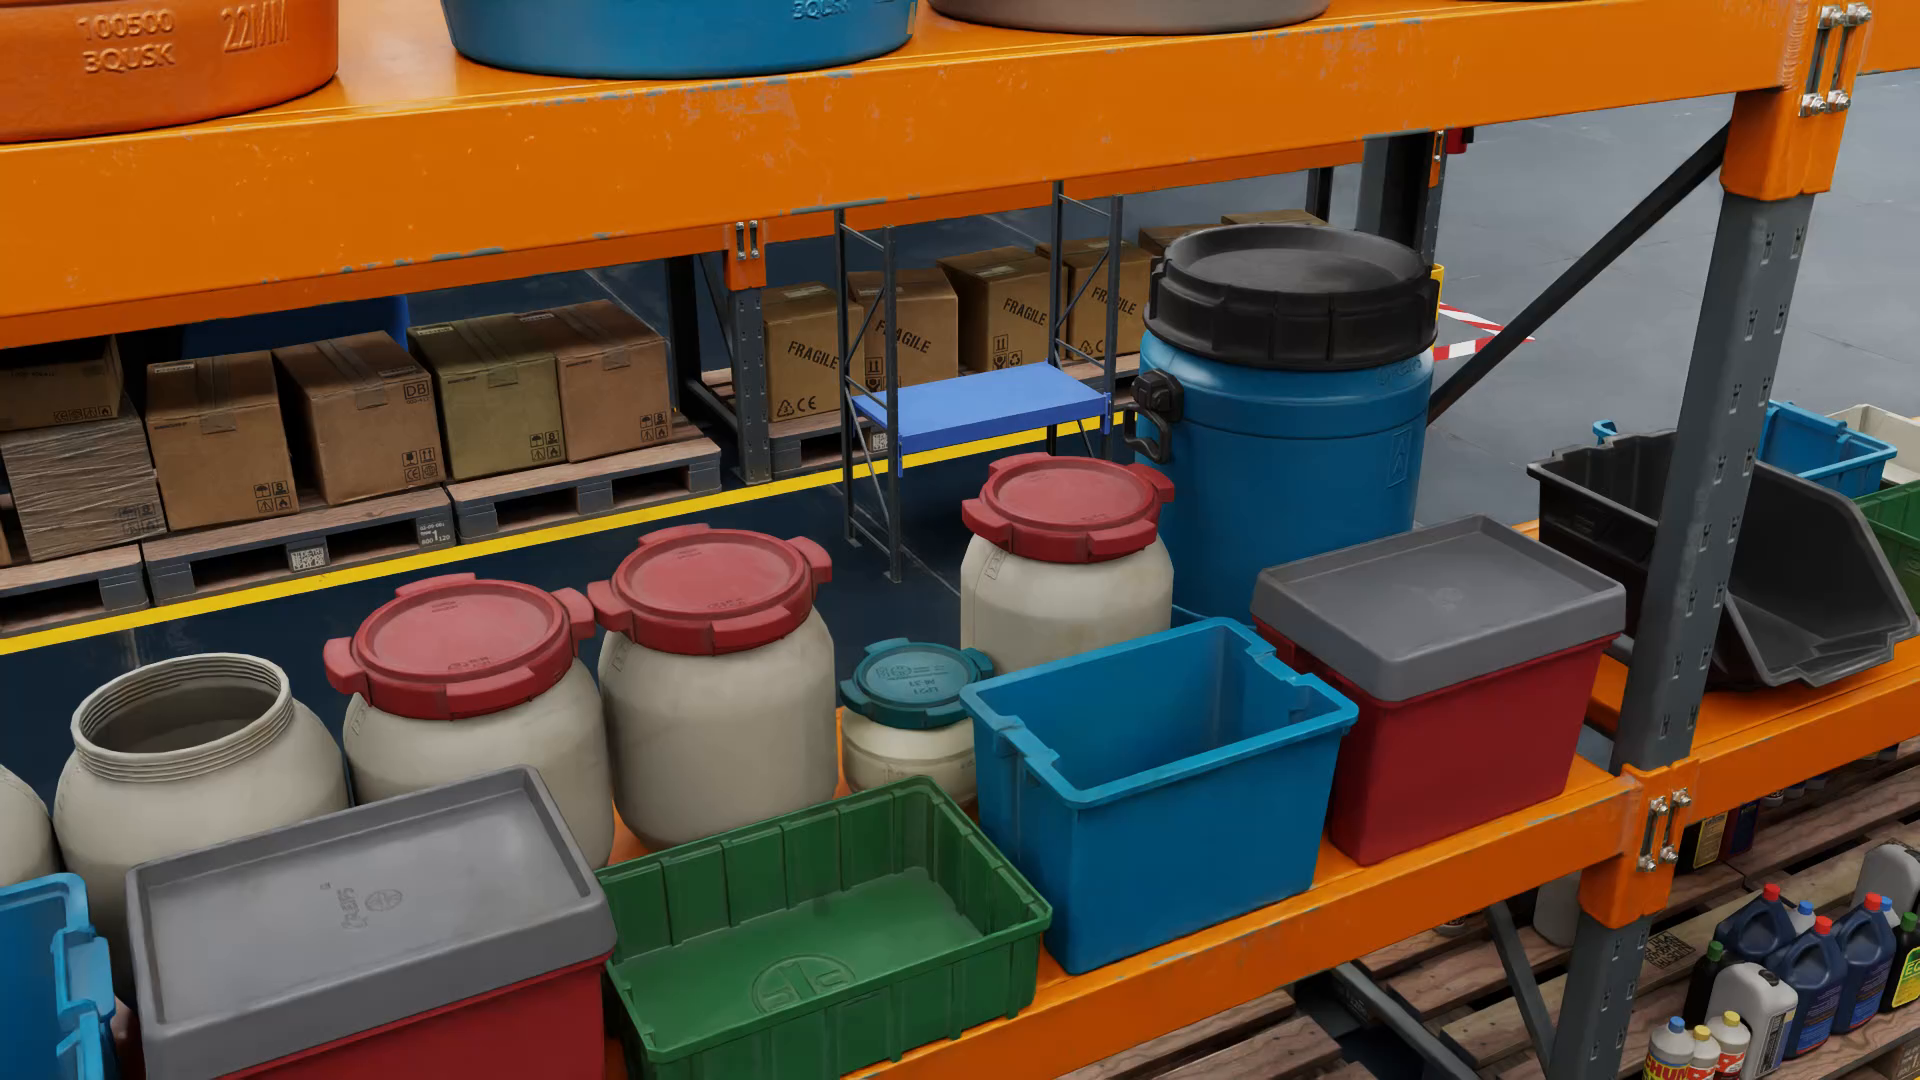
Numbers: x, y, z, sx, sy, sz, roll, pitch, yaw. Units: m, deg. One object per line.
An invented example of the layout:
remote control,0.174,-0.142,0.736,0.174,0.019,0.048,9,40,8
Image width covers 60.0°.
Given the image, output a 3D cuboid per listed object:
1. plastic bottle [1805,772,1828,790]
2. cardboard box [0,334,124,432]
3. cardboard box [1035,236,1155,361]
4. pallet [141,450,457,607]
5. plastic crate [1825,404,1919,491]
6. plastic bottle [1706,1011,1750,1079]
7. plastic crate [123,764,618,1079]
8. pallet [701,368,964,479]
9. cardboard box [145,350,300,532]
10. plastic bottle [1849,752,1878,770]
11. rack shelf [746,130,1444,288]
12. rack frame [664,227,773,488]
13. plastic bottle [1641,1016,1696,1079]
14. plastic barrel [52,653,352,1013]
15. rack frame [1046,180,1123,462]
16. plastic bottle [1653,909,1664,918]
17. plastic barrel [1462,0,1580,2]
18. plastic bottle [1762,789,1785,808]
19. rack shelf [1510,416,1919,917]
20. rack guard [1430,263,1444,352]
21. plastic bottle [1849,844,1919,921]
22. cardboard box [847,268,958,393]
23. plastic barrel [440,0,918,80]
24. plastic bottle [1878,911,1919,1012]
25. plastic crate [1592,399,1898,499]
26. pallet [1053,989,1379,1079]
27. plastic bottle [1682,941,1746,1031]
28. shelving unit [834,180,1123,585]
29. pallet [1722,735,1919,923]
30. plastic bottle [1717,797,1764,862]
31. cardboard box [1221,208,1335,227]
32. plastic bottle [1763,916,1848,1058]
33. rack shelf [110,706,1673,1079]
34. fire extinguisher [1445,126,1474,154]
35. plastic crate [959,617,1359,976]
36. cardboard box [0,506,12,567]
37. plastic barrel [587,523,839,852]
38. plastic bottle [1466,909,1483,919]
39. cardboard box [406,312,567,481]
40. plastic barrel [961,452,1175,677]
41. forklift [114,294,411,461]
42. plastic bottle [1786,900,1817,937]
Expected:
plastic bottle,2.640,0.629,5.118,0.097,0.271,0.097,0,26,0
cardboard box,-3.660,-0.654,6.660,0.500,0.250,0.500,-10,27,-19
cardboard box,0.727,-1.301,8.897,0.500,0.500,0.500,-10,27,-20
pallet,-2.935,-0.133,7.284,1.213,0.211,1.003,-13,29,-25
plastic crate,2.473,-0.217,4.540,0.437,0.136,0.530,-13,29,-25
plastic bottle,1.826,1.216,3.976,0.097,0.201,0.097,0,26,0
plastic crate,-0.800,0.666,2.324,0.583,0.464,0.402,-13,29,-25
pallet,-0.595,-0.693,8.449,1.213,0.211,1.003,-13,29,-25
cardboard box,-3.139,-0.436,7.073,0.500,0.500,0.700,-11,28,-21
plastic bottle,2.851,0.612,5.235,0.097,0.201,0.097,0,26,0
rack shelf,0.593,-1.883,8.537,4.000,0.370,1.077,-13,29,-25
rack frame,-1.171,-1.800,7.533,0.127,3.000,1.000,-13,29,-25
plastic bottle,1.647,1.226,3.875,0.097,0.271,0.097,0,26,0
plastic barrel,-1.191,0.479,2.657,0.421,0.512,0.421,0,26,0
rack frame,0.524,-0.797,7.177,0.032,1.500,0.500,-13,29,-25
plastic bottle,1.853,0.893,4.564,0.135,0.276,0.152,-13,29,-25
plastic barrel,0.813,-1.300,2.447,0.708,0.901,0.600,-13,29,-25
plastic bottle,2.464,0.701,5.049,0.097,0.201,0.097,0,26,0
rack shelf,2.924,0.009,4.597,4.000,0.370,1.077,-13,29,-25
rack guard,2.291,-1.472,9.738,0.348,0.500,1.175,-13,29,-25
plastic bottle,2.517,0.939,4.467,0.135,0.276,0.152,-13,29,-25
cardboard box,-0.298,-1.048,8.370,0.500,0.500,0.500,-4,26,-9
plastic barrel,-0.341,-1.033,1.892,0.708,0.901,0.600,-13,29,-25
plastic bottle,2.399,1.056,4.215,0.133,0.283,0.061,-12,28,-23
plastic crate,2.008,-0.170,4.310,0.616,0.251,0.499,-13,29,-25
pallet,0.485,1.524,3.832,1.213,0.211,1.003,-13,29,-25
plastic bottle,1.869,1.104,4.115,0.133,0.283,0.061,-13,29,-25
shelving unit,0.075,-0.693,6.962,1.048,1.500,0.538,-13,29,-25
pallet,2.849,0.978,4.969,1.213,0.211,1.003,-13,29,-25
plastic bottle,2.242,0.781,4.788,0.133,0.283,0.061,-13,29,-25
cardboard box,1.799,-1.556,9.428,0.500,0.500,0.500,-8,27,-16
plastic bottle,2.067,1.082,4.083,0.185,0.351,0.144,-12,28,-24
rack shelf,-0.605,0.824,2.900,4.000,0.370,1.077,-13,29,-25
fire extinguisher,2.676,-2.427,8.928,0.183,0.674,0.296,-13,29,-25
plastic crate,0.332,0.443,2.881,0.575,0.384,0.392,-13,29,-25
cardboard box,-4.119,-0.200,6.582,0.500,0.500,0.700,-15,29,-28
plastic barrel,-0.435,0.291,3.021,0.433,0.535,0.433,0,26,0
plastic bottle,1.429,0.894,4.552,0.133,0.283,0.061,-11,28,-23
cardboard box,-2.153,-0.664,7.548,0.500,0.500,0.700,-13,29,-25
plastic barrel,0.212,0.142,3.332,0.433,0.535,0.433,0,26,0
forklift,-4.267,-1.811,7.636,3.031,2.935,1.130,-11,28,-21
plastic bottle,2.138,1.042,4.258,0.097,0.271,0.097,0,26,0
